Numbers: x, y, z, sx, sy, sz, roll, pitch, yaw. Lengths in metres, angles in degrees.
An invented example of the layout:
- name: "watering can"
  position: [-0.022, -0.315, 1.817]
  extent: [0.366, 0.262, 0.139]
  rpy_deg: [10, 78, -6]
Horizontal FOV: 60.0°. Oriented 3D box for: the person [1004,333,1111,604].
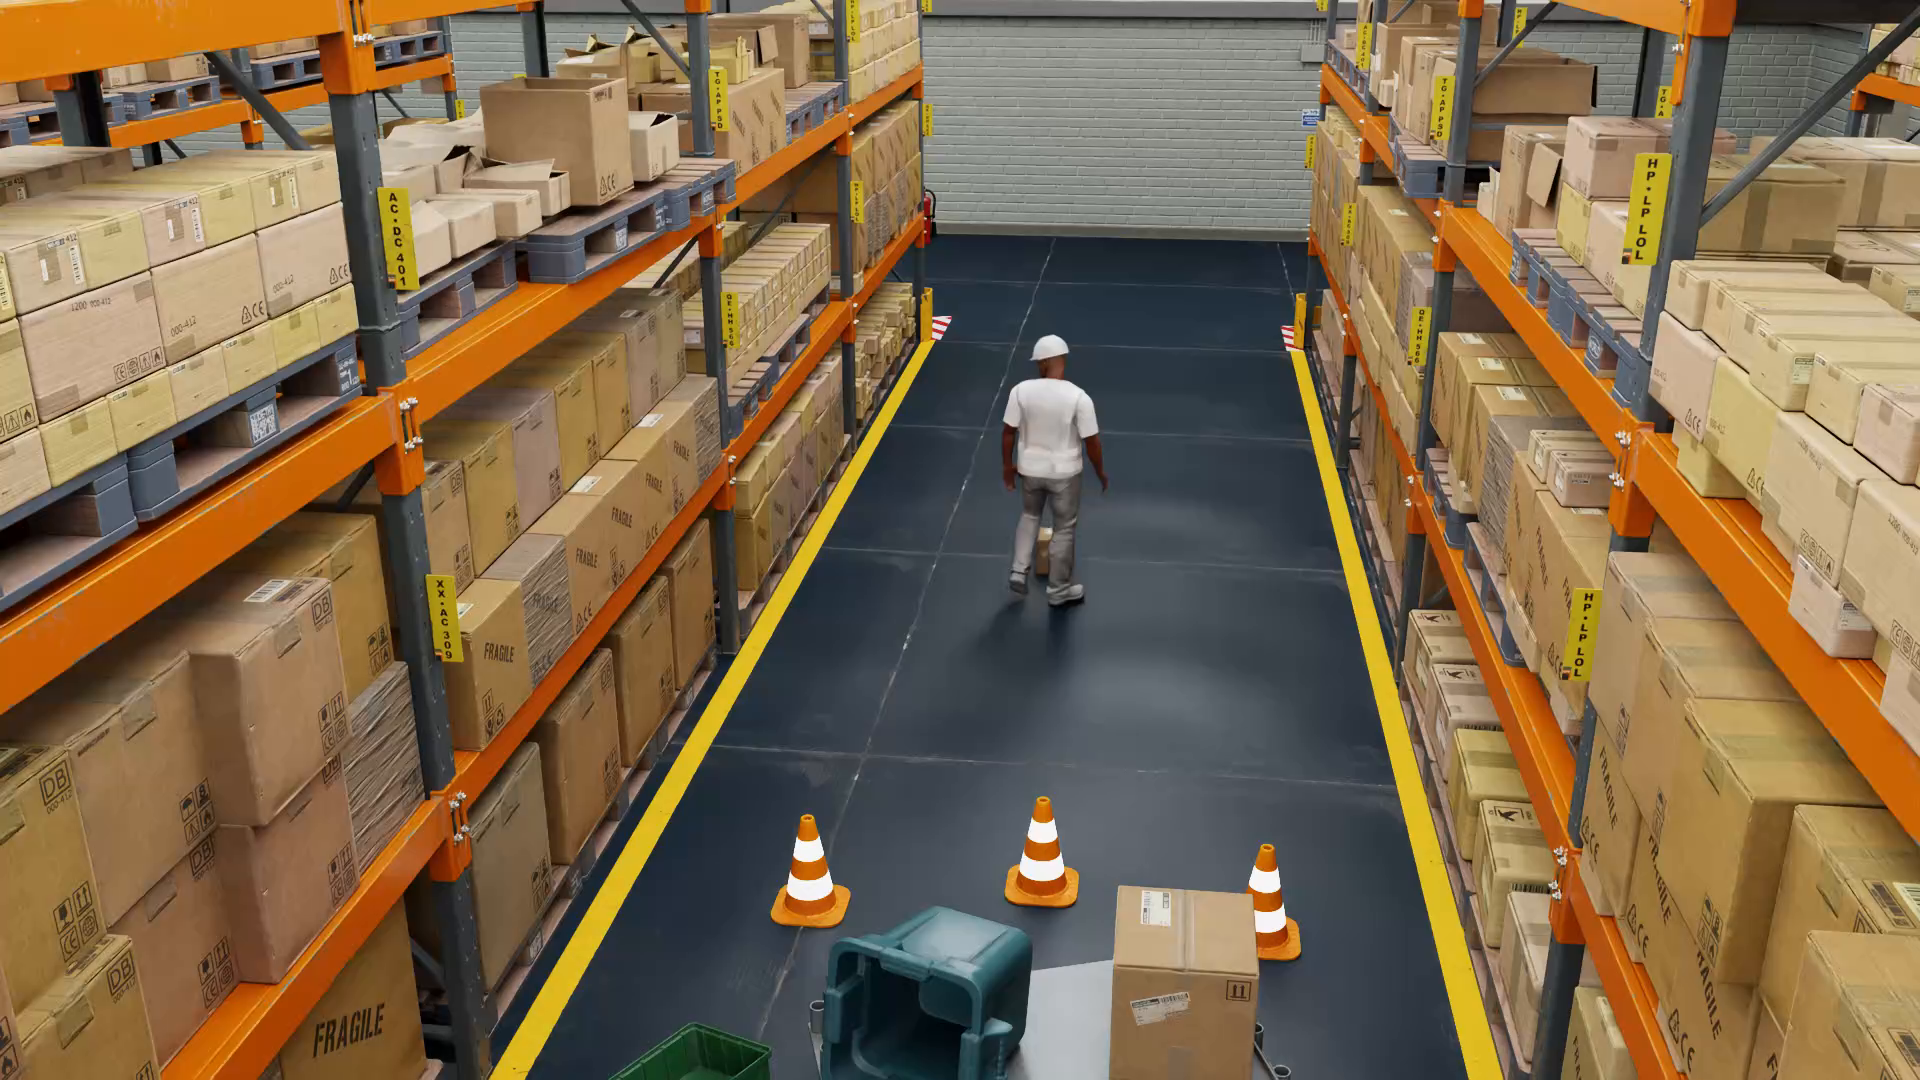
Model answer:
- name: "person"
  position: [0.625, -0.444, 10.701]
  extent: [0.629, 1.817, 0.463]
  rpy_deg: [9, 23, 22]
